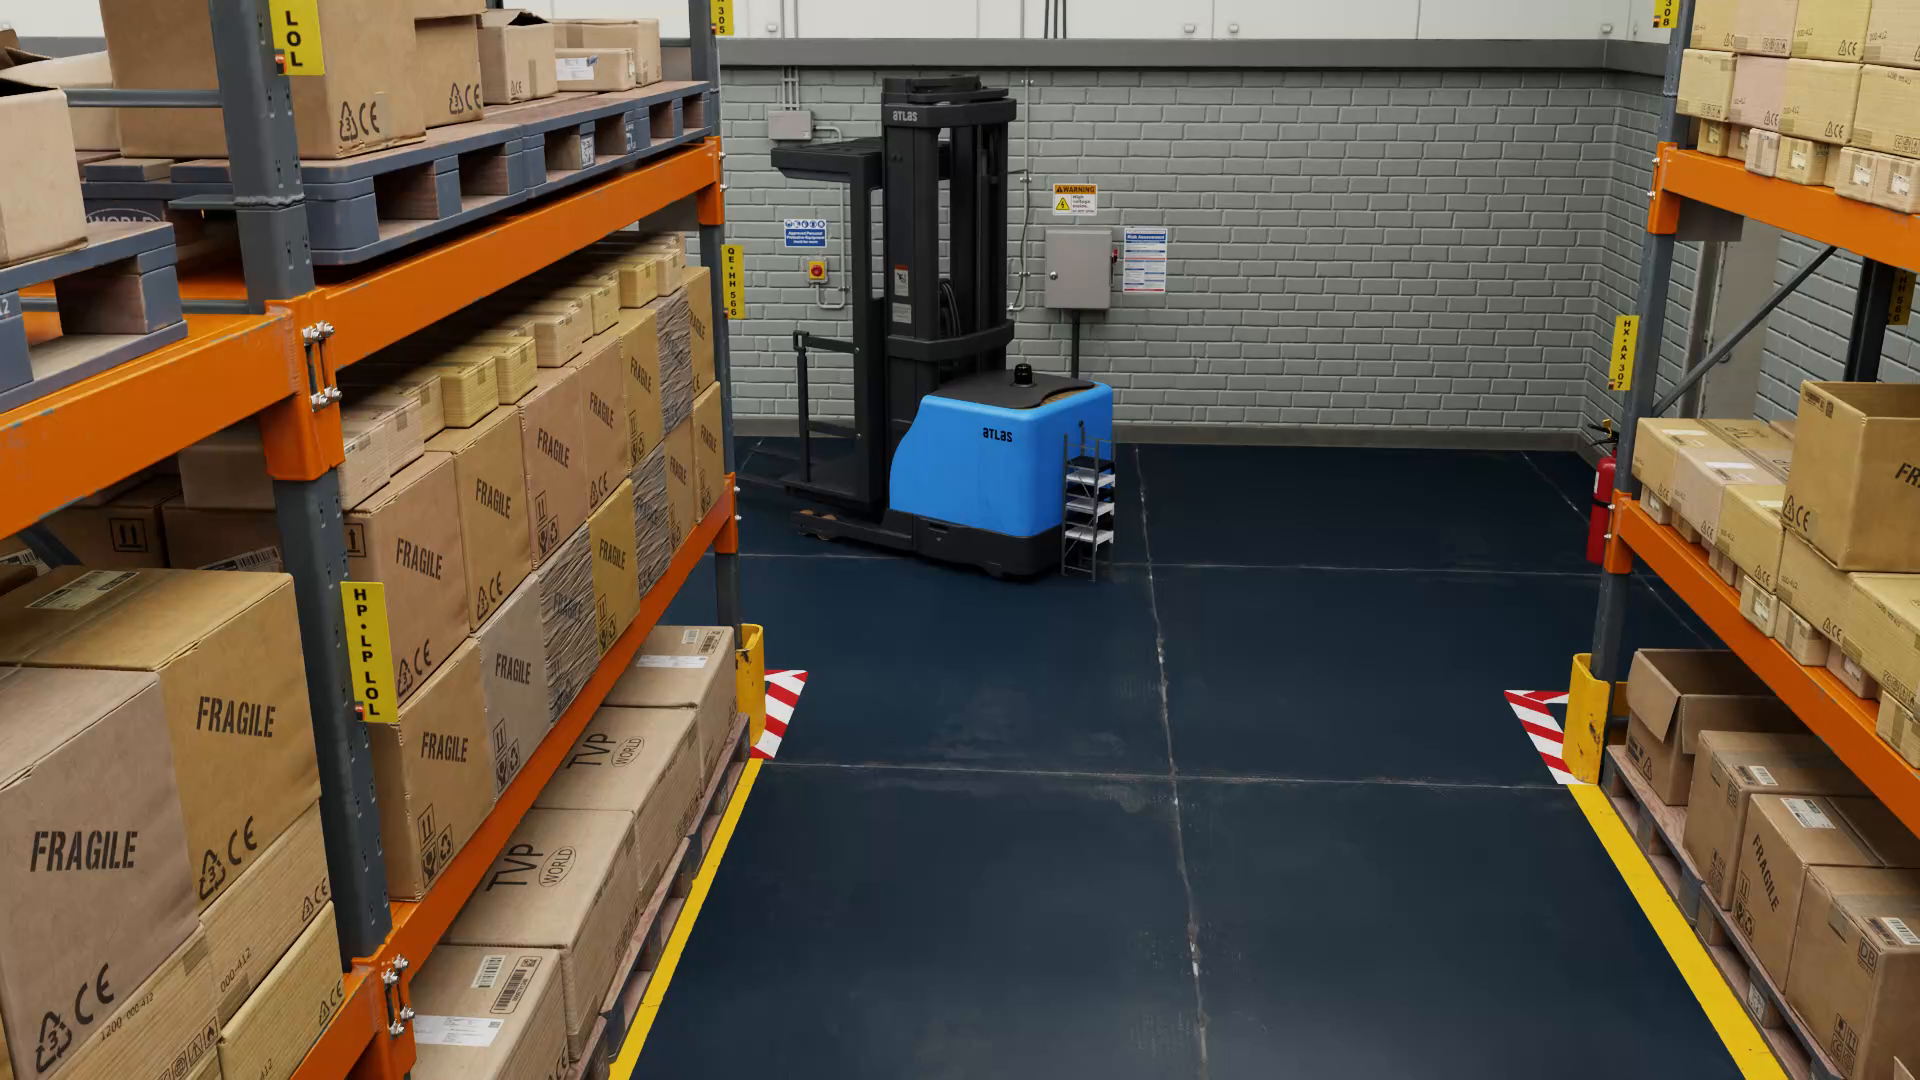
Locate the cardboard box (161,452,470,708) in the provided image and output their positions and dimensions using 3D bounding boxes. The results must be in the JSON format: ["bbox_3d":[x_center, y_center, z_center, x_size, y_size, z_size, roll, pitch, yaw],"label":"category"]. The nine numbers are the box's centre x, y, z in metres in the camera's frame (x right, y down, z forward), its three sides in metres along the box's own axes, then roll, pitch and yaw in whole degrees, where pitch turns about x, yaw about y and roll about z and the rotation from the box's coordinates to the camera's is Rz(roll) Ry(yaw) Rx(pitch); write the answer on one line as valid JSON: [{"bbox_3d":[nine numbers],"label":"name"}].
[{"bbox_3d":[-1.555,0.084,4.082,0.500,0.500,0.500,1,18,4],"label":"cardboard box"}]

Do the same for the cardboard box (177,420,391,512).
[{"bbox_3d":[-1.549,-0.174,3.827,0.380,0.149,0.250,1,18,3],"label":"cardboard box"}]

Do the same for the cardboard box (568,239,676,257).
[{"bbox_3d":[-1.364,-1.128,6.741,0.380,0.149,0.250,2,18,5],"label":"cardboard box"}]

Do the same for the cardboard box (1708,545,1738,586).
[{"bbox_3d":[3.075,0.072,6.290,0.380,0.149,0.250,2,18,6],"label":"cardboard box"}]

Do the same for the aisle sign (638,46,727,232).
[{"bbox_3d":[-1.230,-1.743,7.252,0.394,0.787,0.004,1,18,4],"label":"aisle sign"}]

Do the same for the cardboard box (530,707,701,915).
[{"bbox_3d":[-1.549,1.017,6.443,0.875,0.438,0.875,2,18,5],"label":"cardboard box"}]

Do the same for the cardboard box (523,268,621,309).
[{"bbox_3d":[-1.447,-0.889,6.012,0.380,0.149,0.250,1,18,3],"label":"cardboard box"}]

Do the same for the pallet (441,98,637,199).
[{"bbox_3d":[-1.671,-1.265,5.293,1.003,0.211,1.213,1,18,4],"label":"pallet"}]

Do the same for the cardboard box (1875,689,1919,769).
[{"bbox_3d":[2.919,0.551,4.829,0.380,0.149,0.250,1,18,3],"label":"cardboard box"}]

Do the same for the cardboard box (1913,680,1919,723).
[{"bbox_3d":[2.935,0.470,4.436,0.500,0.250,0.500,1,18,4],"label":"cardboard box"}]

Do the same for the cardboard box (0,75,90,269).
[{"bbox_3d":[-1.684,-0.555,2.450,0.500,0.311,0.500,1,18,4],"label":"cardboard box"}]

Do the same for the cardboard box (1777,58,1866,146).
[{"bbox_3d":[3.038,-1.430,5.415,0.500,0.250,0.500,1,18,2],"label":"cardboard box"}]

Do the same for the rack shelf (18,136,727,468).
[{"bbox_3d":[-1.687,-0.955,5.359,1.077,0.370,4.000,1,18,4],"label":"rack shelf"}]

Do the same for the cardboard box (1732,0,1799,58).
[{"bbox_3d":[3.070,-1.826,5.823,0.500,0.250,0.500,1,18,4],"label":"cardboard box"}]

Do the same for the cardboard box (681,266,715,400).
[{"bbox_3d":[-1.341,-0.860,6.965,0.500,0.500,0.500,2,18,6],"label":"cardboard box"}]

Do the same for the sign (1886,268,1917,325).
[{"bbox_3d":[3.959,-1.065,6.988,0.100,0.325,0.005,1,18,4],"label":"sign"}]

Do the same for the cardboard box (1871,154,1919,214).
[{"bbox_3d":[2.933,-1.044,4.878,0.380,0.149,0.250,2,18,5],"label":"cardboard box"}]

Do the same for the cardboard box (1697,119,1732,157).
[{"bbox_3d":[3.152,-1.595,6.561,0.380,0.149,0.250,2,18,5],"label":"cardboard box"}]

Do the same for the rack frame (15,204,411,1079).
[{"bbox_3d":[-1.831,0.750,3.818,1.000,3.000,0.127,1,18,4],"label":"rack frame"}]

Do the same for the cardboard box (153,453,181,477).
[{"bbox_3d":[-1.999,-0.264,4.102,0.380,0.149,0.250,2,18,5],"label":"cardboard box"}]

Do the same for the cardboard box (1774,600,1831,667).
[{"bbox_3d":[2.970,0.314,5.552,0.380,0.149,0.250,2,18,5],"label":"cardboard box"}]

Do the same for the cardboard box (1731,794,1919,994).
[{"bbox_3d":[3.031,1.220,5.723,0.500,0.500,0.500,2,18,5],"label":"cardboard box"}]

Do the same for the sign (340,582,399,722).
[{"bbox_3d":[-1.289,0.246,3.622,0.100,0.325,0.005,1,18,4],"label":"sign"}]

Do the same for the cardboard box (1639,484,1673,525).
[{"bbox_3d":[3.110,-0.168,7.021,0.380,0.149,0.250,1,18,3],"label":"cardboard box"}]

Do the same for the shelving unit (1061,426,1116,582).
[{"bbox_3d":[0.783,-0.218,10.142,0.258,0.900,0.210,12,22,33],"label":"shelving unit"}]

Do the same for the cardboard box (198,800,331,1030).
[{"bbox_3d":[-1.620,0.726,3.329,0.500,0.250,0.500,1,18,4],"label":"cardboard box"}]

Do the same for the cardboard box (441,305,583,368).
[{"bbox_3d":[-1.421,-0.646,5.270,0.380,0.149,0.250,1,18,4],"label":"cardboard box"}]

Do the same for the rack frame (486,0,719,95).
[{"bbox_3d":[-1.544,-3.344,6.675,1.000,3.000,0.127,1,18,4],"label":"rack frame"}]

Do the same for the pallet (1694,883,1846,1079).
[{"bbox_3d":[3.256,1.591,5.728,1.003,0.211,1.213,1,18,4],"label":"pallet"}]

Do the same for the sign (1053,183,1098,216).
[{"bbox_3d":[0.882,-2.610,12.746,0.339,0.242,0.001,1,18,4],"label":"sign"}]

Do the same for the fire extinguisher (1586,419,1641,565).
[{"bbox_3d":[2.957,-0.225,7.516,0.296,0.674,0.183,1,18,4],"label":"fire extinguisher"}]

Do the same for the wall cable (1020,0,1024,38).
[{"bbox_3d":[-0.667,-5.099,12.032,2.355,3.000,0.029,1,18,4],"label":"wall cable"}]

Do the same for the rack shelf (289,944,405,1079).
[{"bbox_3d":[-1.974,1.713,2.034,1.077,0.370,4.000,1,18,4],"label":"rack shelf"}]

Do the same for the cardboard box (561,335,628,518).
[{"bbox_3d":[-1.426,-0.388,5.523,0.500,0.500,0.500,1,18,4],"label":"cardboard box"}]

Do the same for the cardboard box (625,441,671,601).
[{"bbox_3d":[-1.393,-0.069,6.156,0.500,0.500,0.500,2,18,6],"label":"cardboard box"}]

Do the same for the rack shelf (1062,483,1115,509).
[{"bbox_3d":[0.783,-0.271,10.124,0.258,0.077,0.200,12,22,33],"label":"rack shelf"}]

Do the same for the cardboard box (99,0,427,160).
[{"bbox_3d":[-1.579,-1.148,3.798,0.500,0.500,0.500,2,18,5],"label":"cardboard box"}]

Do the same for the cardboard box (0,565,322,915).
[{"bbox_3d":[-1.612,0.371,3.206,0.500,0.500,0.500,2,18,6],"label":"cardboard box"}]

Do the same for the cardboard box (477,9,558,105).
[{"bbox_3d":[-1.701,-1.659,5.660,0.500,0.311,0.500,2,18,5],"label":"cardboard box"}]

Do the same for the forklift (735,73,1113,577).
[{"bbox_3d":[-0.508,-1.509,10.821,3.031,2.935,1.130,13,22,34],"label":"forklift"}]

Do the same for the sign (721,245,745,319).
[{"bbox_3d":[-1.004,-1.139,7.342,0.100,0.325,0.005,1,18,4],"label":"sign"}]

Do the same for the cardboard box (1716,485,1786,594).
[{"bbox_3d":[3.037,-0.004,5.882,0.500,0.250,0.500,1,18,3],"label":"cardboard box"}]

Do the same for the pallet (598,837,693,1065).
[{"bbox_3d":[-1.613,1.460,6.127,1.003,0.211,1.213,1,18,4],"label":"pallet"}]

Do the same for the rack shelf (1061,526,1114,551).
[{"bbox_3d":[0.783,-0.015,10.208,0.258,0.077,0.200,12,22,33],"label":"rack shelf"}]

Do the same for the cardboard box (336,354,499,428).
[{"bbox_3d":[-1.492,-0.410,4.548,0.380,0.149,0.250,1,18,4],"label":"cardboard box"}]

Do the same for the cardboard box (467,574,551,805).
[{"bbox_3d":[-1.496,0.406,4.706,0.500,0.500,0.500,1,18,4],"label":"cardboard box"}]

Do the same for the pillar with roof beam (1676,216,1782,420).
[{"bbox_3d":[0.206,-4.147,9.128,9.100,9.000,0.400,1,18,4],"label":"pillar with roof beam"}]

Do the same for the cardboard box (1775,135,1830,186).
[{"bbox_3d":[2.992,-1.277,5.590,0.380,0.149,0.250,1,18,4],"label":"cardboard box"}]

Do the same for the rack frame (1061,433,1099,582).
[{"bbox_3d":[0.725,-0.192,10.063,0.240,0.900,0.006,12,22,33],"label":"rack frame"}]
